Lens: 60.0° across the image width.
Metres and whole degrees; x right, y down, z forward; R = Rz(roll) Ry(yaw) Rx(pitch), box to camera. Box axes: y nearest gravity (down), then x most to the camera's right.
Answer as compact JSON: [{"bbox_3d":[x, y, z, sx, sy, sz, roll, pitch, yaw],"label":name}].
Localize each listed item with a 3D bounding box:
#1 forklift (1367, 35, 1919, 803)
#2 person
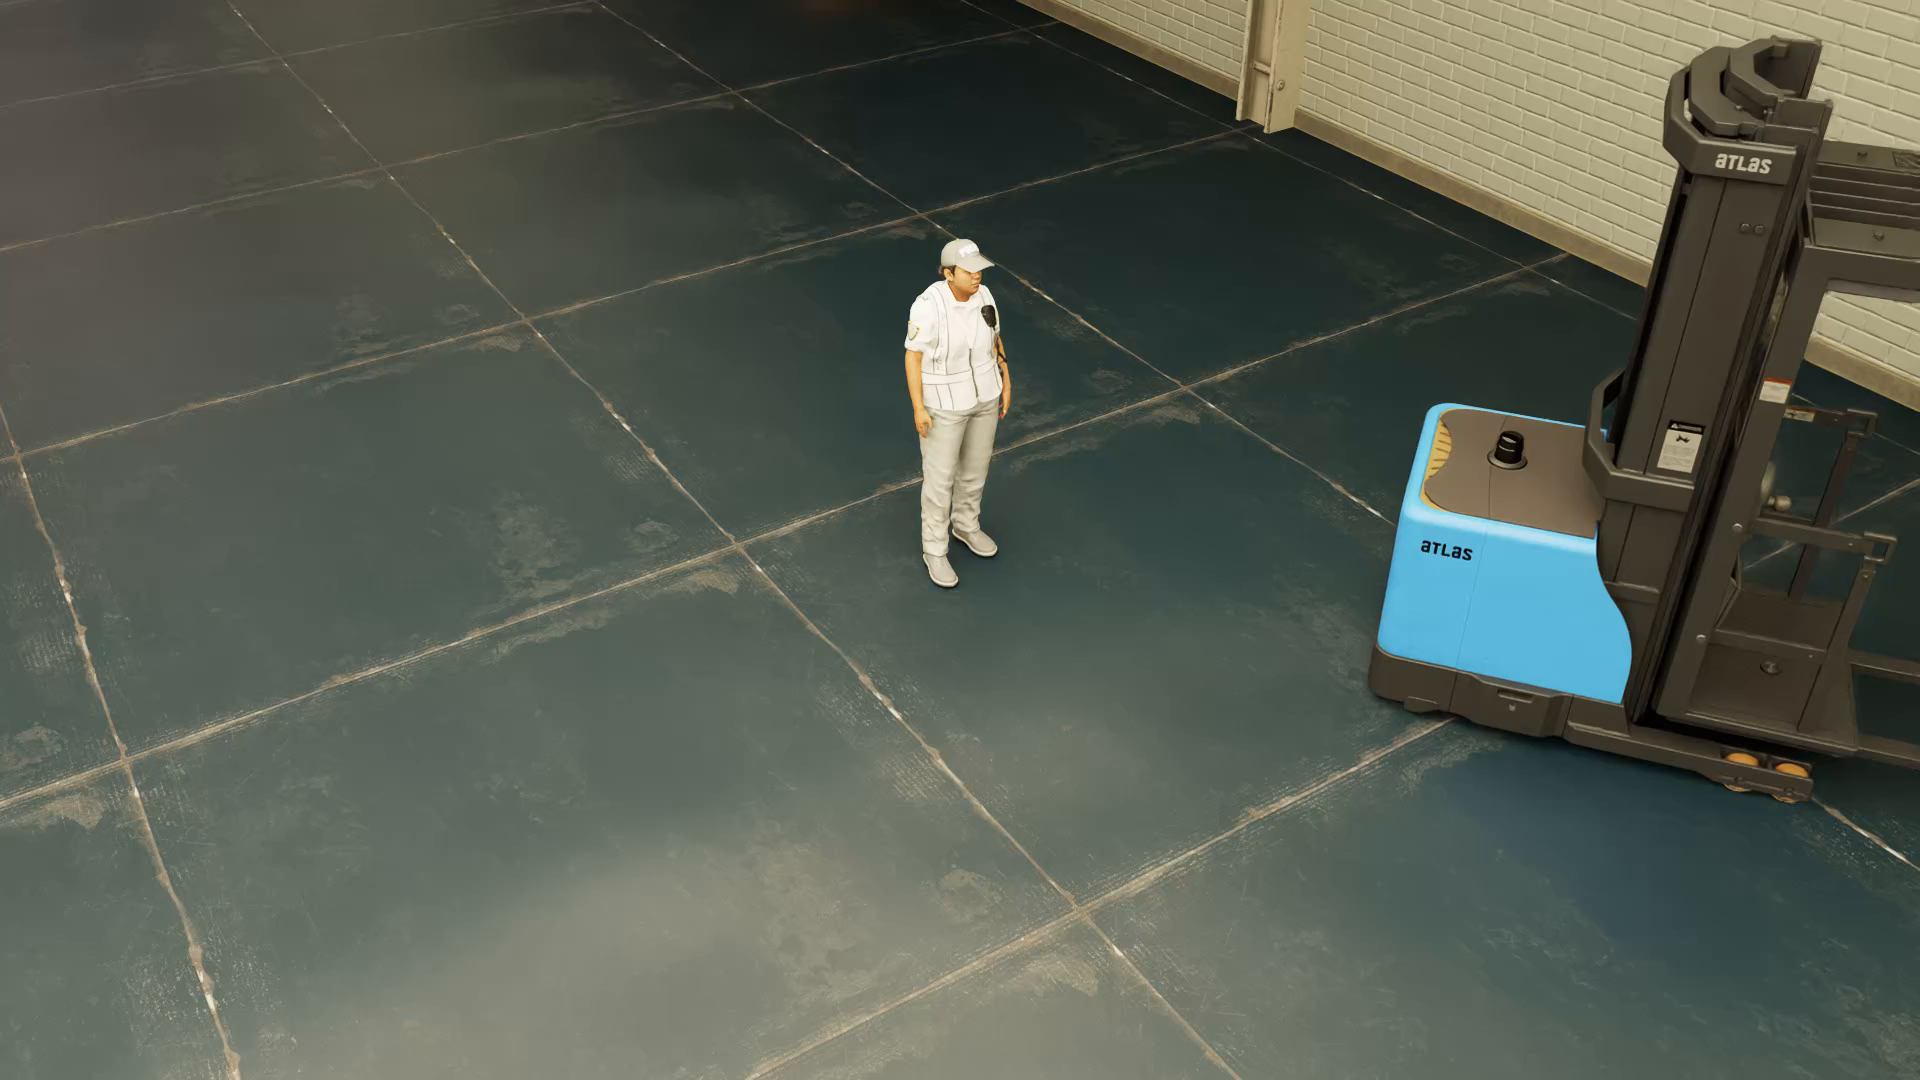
[{"bbox_3d":[3.441,-0.425,6.753,3.031,2.935,1.130,12,37,16],"label":"forklift"},{"bbox_3d":[0.023,-0.645,8.150,0.598,1.670,0.529,-21,40,-27],"label":"person"}]
